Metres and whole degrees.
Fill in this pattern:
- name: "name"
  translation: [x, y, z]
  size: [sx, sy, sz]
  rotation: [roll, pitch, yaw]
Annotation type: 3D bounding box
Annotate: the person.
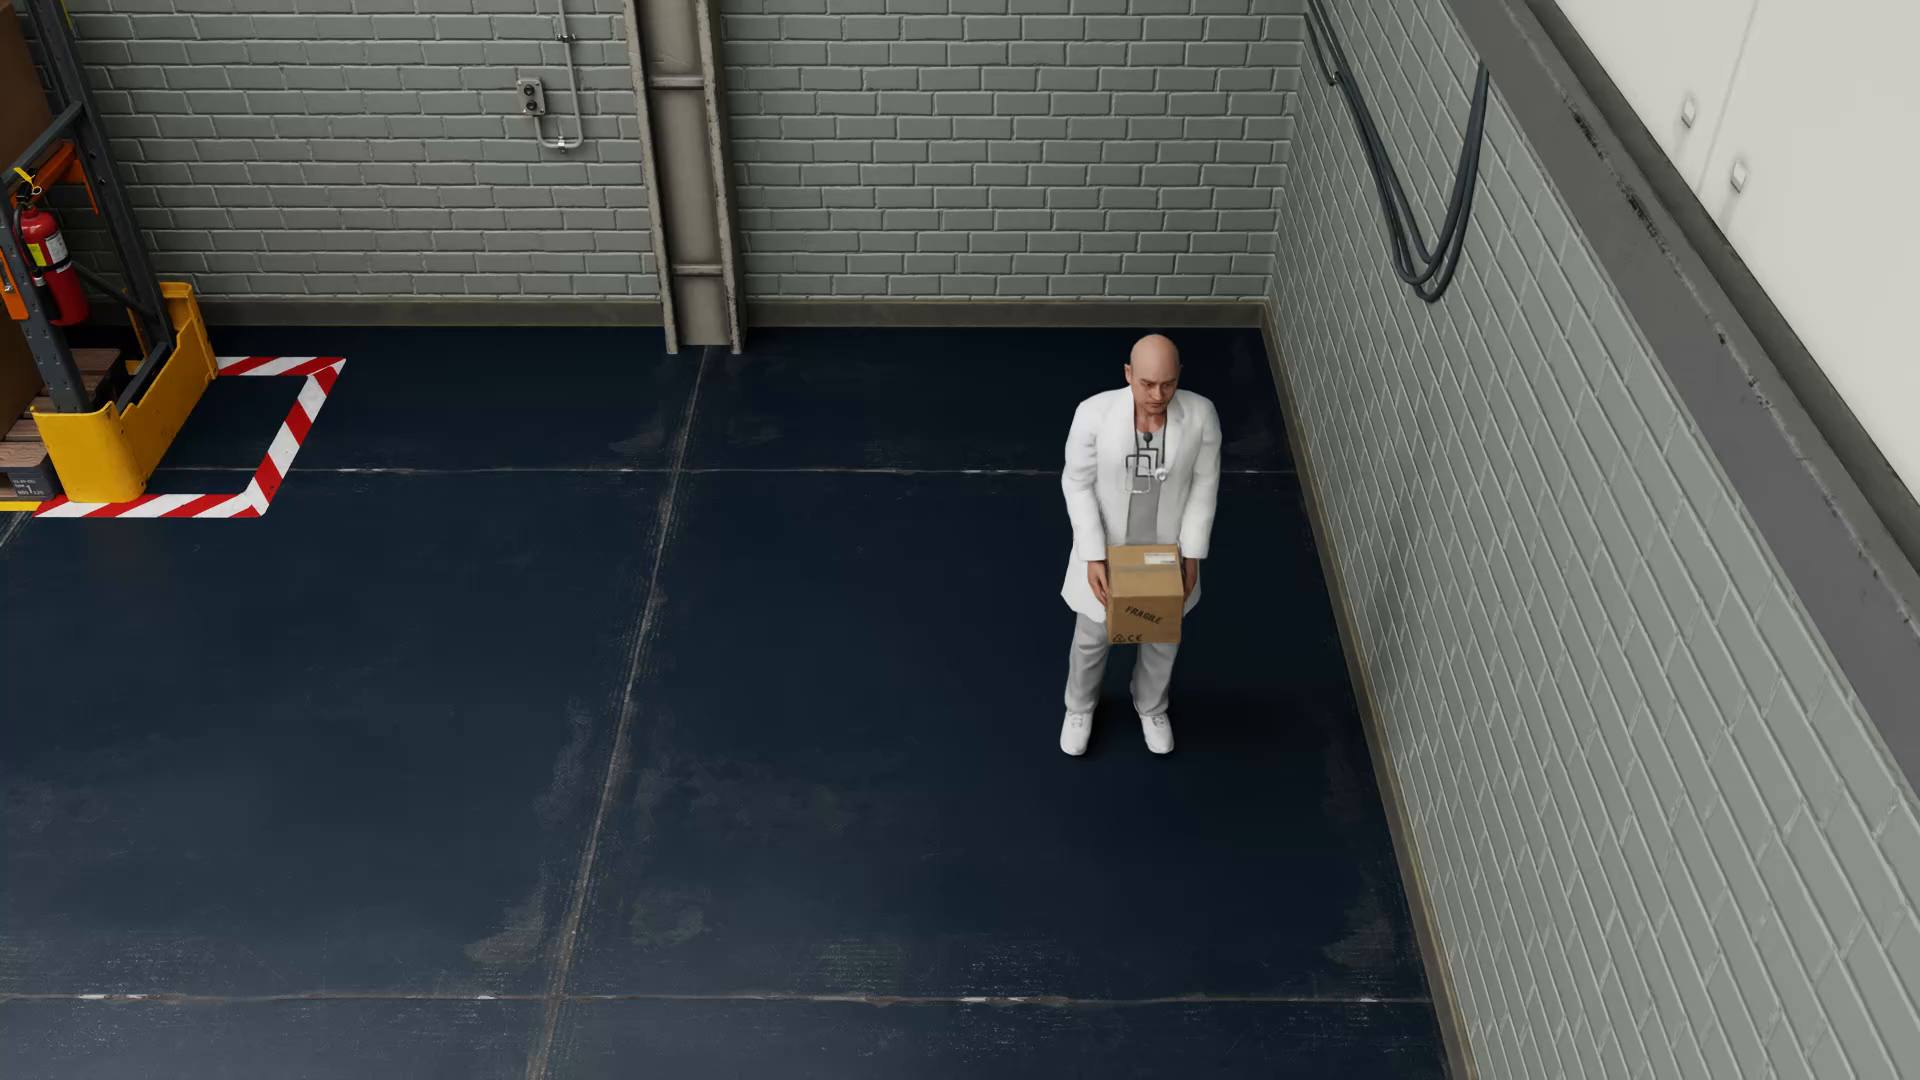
- name: "person"
  translation: [0.649, 0.063, 6.082]
  size: [0.572, 1.782, 0.479]
  rotation: [-1, 39, -1]
